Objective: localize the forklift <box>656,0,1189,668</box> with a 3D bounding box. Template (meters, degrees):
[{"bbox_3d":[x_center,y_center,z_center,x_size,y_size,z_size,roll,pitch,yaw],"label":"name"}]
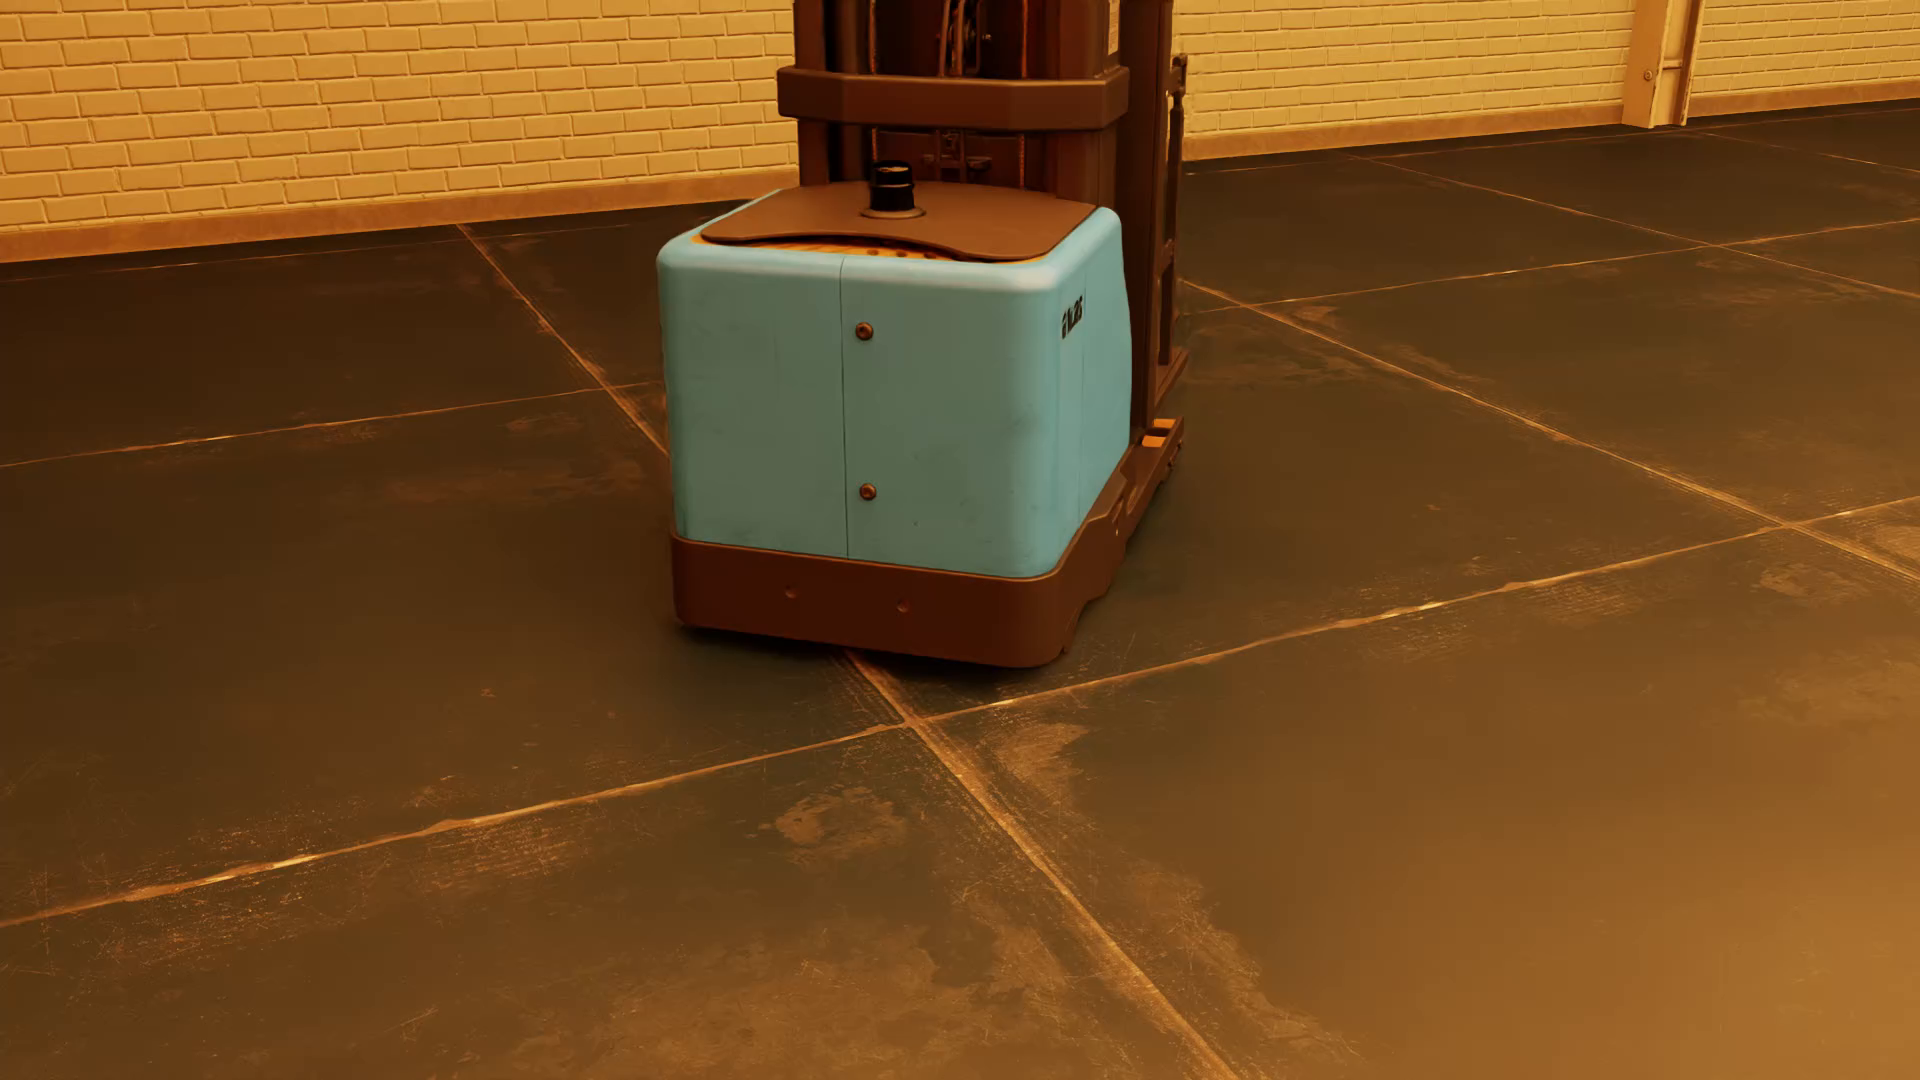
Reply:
[{"bbox_3d":[0.142,-1.571,5.067,1.130,2.935,3.031,6,23,15],"label":"forklift"}]
